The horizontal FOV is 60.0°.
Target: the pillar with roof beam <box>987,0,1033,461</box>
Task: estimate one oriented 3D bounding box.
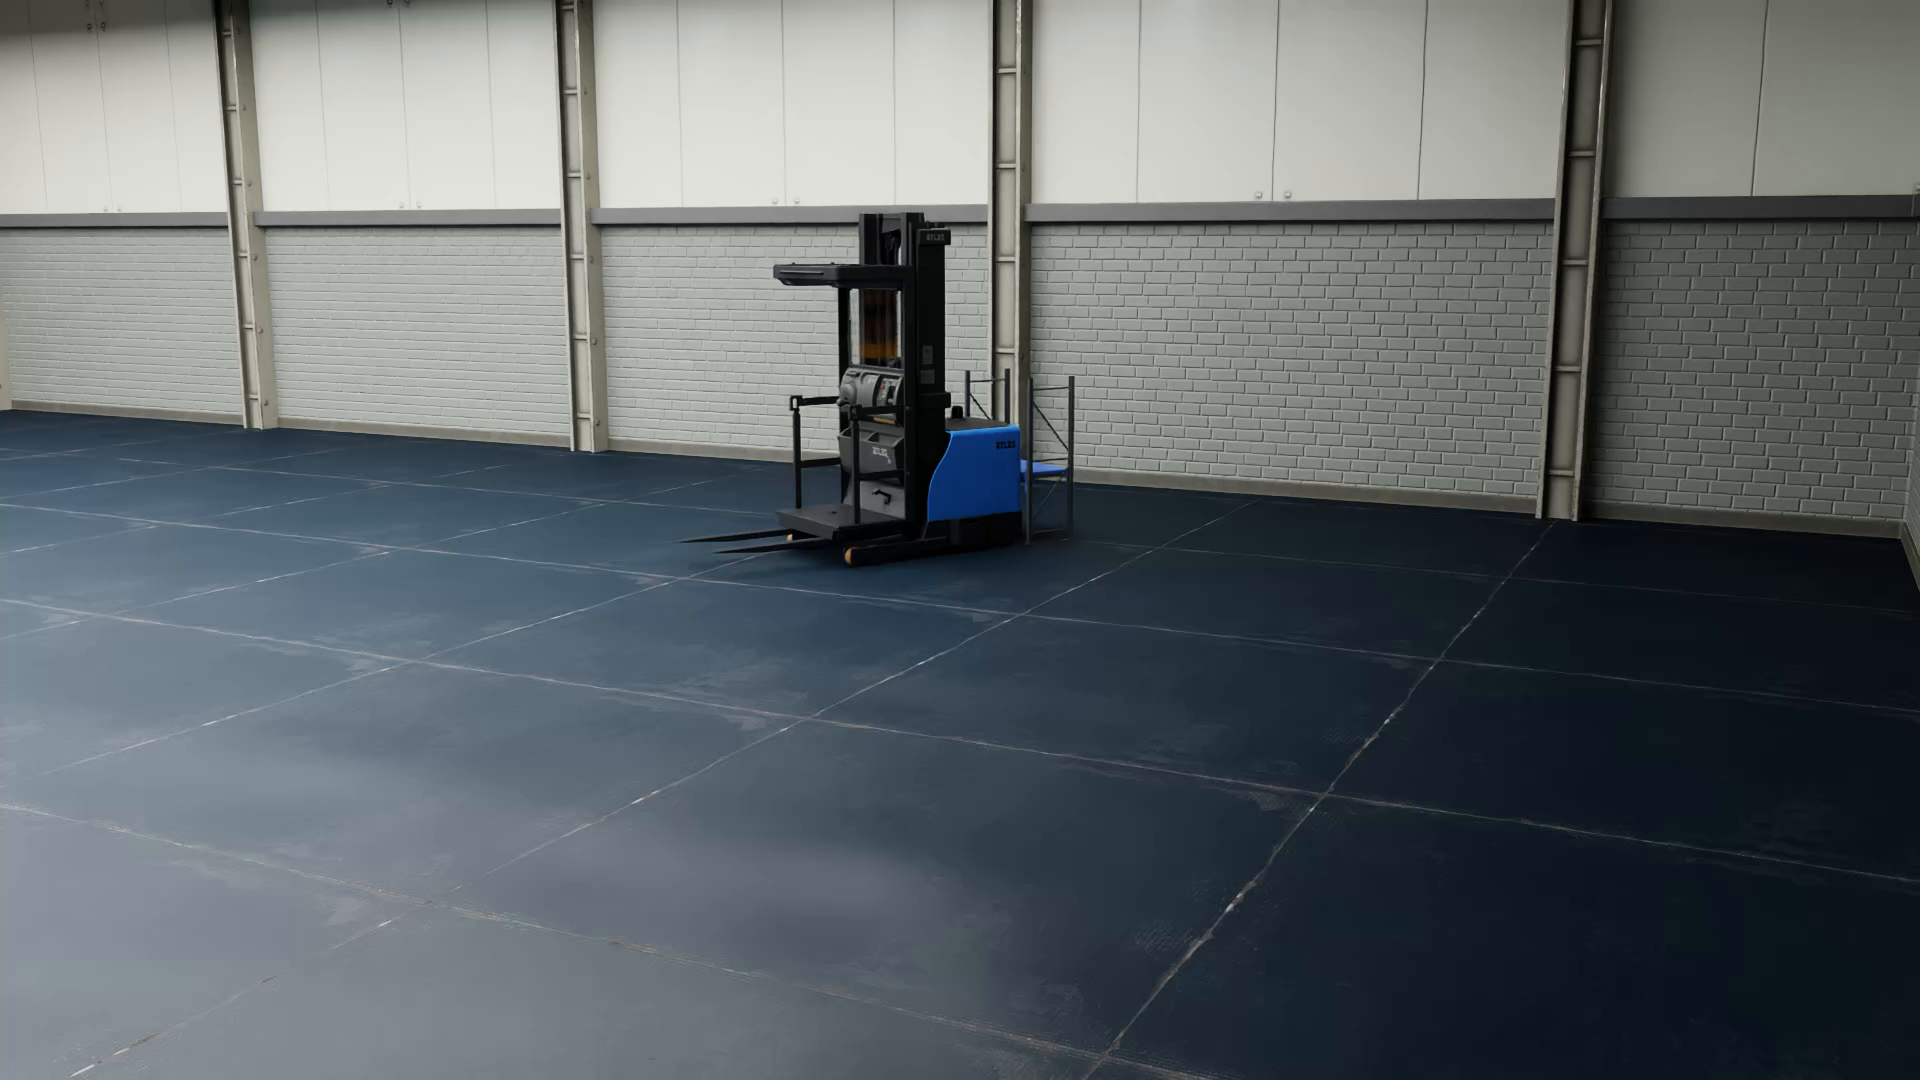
[{"bbox_3d":[-1.353,-4.439,14.491,0.400,9.000,9.100,5,11,26],"label":"pillar with roof beam"}]

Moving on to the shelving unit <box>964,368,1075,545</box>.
[{"bbox_3d":[0.537,-0.794,15.408,0.538,1.500,1.048,-7,12,-32],"label":"shelving unit"}]

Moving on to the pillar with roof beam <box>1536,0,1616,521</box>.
[{"bbox_3d":[4.028,-3.966,11.878,0.400,9.000,9.100,5,11,26],"label":"pillar with roof beam"}]

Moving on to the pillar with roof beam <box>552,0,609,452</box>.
[{"bbox_3d":[-6.734,-4.912,17.103,0.400,9.000,9.100,5,11,26],"label":"pillar with roof beam"}]

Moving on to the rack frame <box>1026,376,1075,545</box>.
[{"bbox_3d":[0.814,-0.719,14.989,0.500,1.500,0.032,-7,12,-32],"label":"rack frame"}]

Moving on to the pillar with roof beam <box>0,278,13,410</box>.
[{"bbox_3d":[-17.495,-5.858,22.328,0.400,9.000,9.100,5,11,26],"label":"pillar with roof beam"}]

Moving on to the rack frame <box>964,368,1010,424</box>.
[{"bbox_3d":[0.259,-0.870,15.828,0.500,1.500,0.032,-7,12,-32],"label":"rack frame"}]

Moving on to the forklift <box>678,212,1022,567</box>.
[{"bbox_3d":[-0.940,-1.325,14.321,3.031,2.935,1.130,-7,12,-34],"label":"forklift"}]

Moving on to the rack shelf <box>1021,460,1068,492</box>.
[{"bbox_3d":[0.537,-0.617,15.440,0.538,0.185,1.000,-7,12,-32],"label":"rack shelf"}]

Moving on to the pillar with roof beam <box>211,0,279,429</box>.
[{"bbox_3d":[-12.114,-5.385,19.716,0.400,9.000,9.100,5,11,26],"label":"pillar with roof beam"}]
